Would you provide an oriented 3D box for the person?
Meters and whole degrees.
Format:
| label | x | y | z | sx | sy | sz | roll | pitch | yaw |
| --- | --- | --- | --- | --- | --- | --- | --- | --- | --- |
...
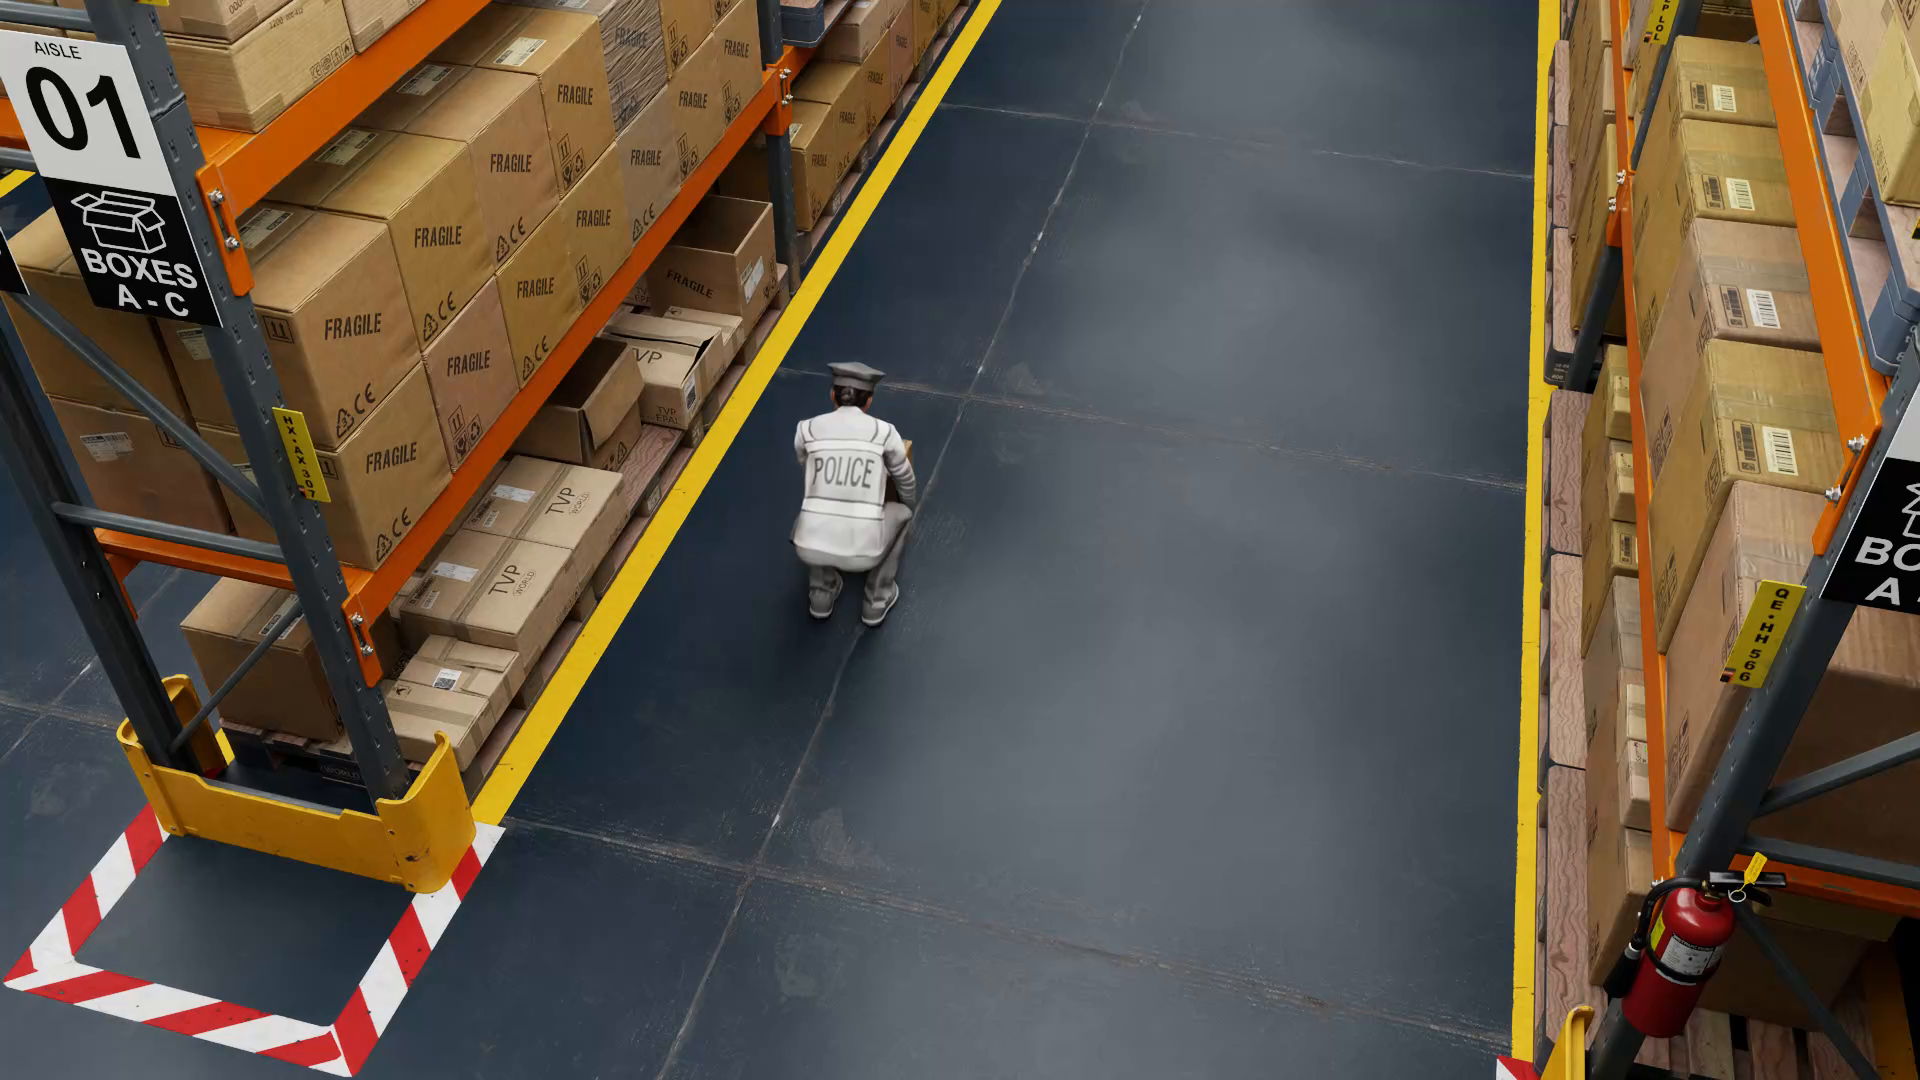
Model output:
| label | x | y | z | sx | sy | sz | roll | pitch | yaw |
| --- | --- | --- | --- | --- | --- | --- | --- | --- | --- |
| person | -0.462 | -0.181 | 6.879 | 0.494 | 0.994 | 0.819 | 9 | 42 | 10 |
